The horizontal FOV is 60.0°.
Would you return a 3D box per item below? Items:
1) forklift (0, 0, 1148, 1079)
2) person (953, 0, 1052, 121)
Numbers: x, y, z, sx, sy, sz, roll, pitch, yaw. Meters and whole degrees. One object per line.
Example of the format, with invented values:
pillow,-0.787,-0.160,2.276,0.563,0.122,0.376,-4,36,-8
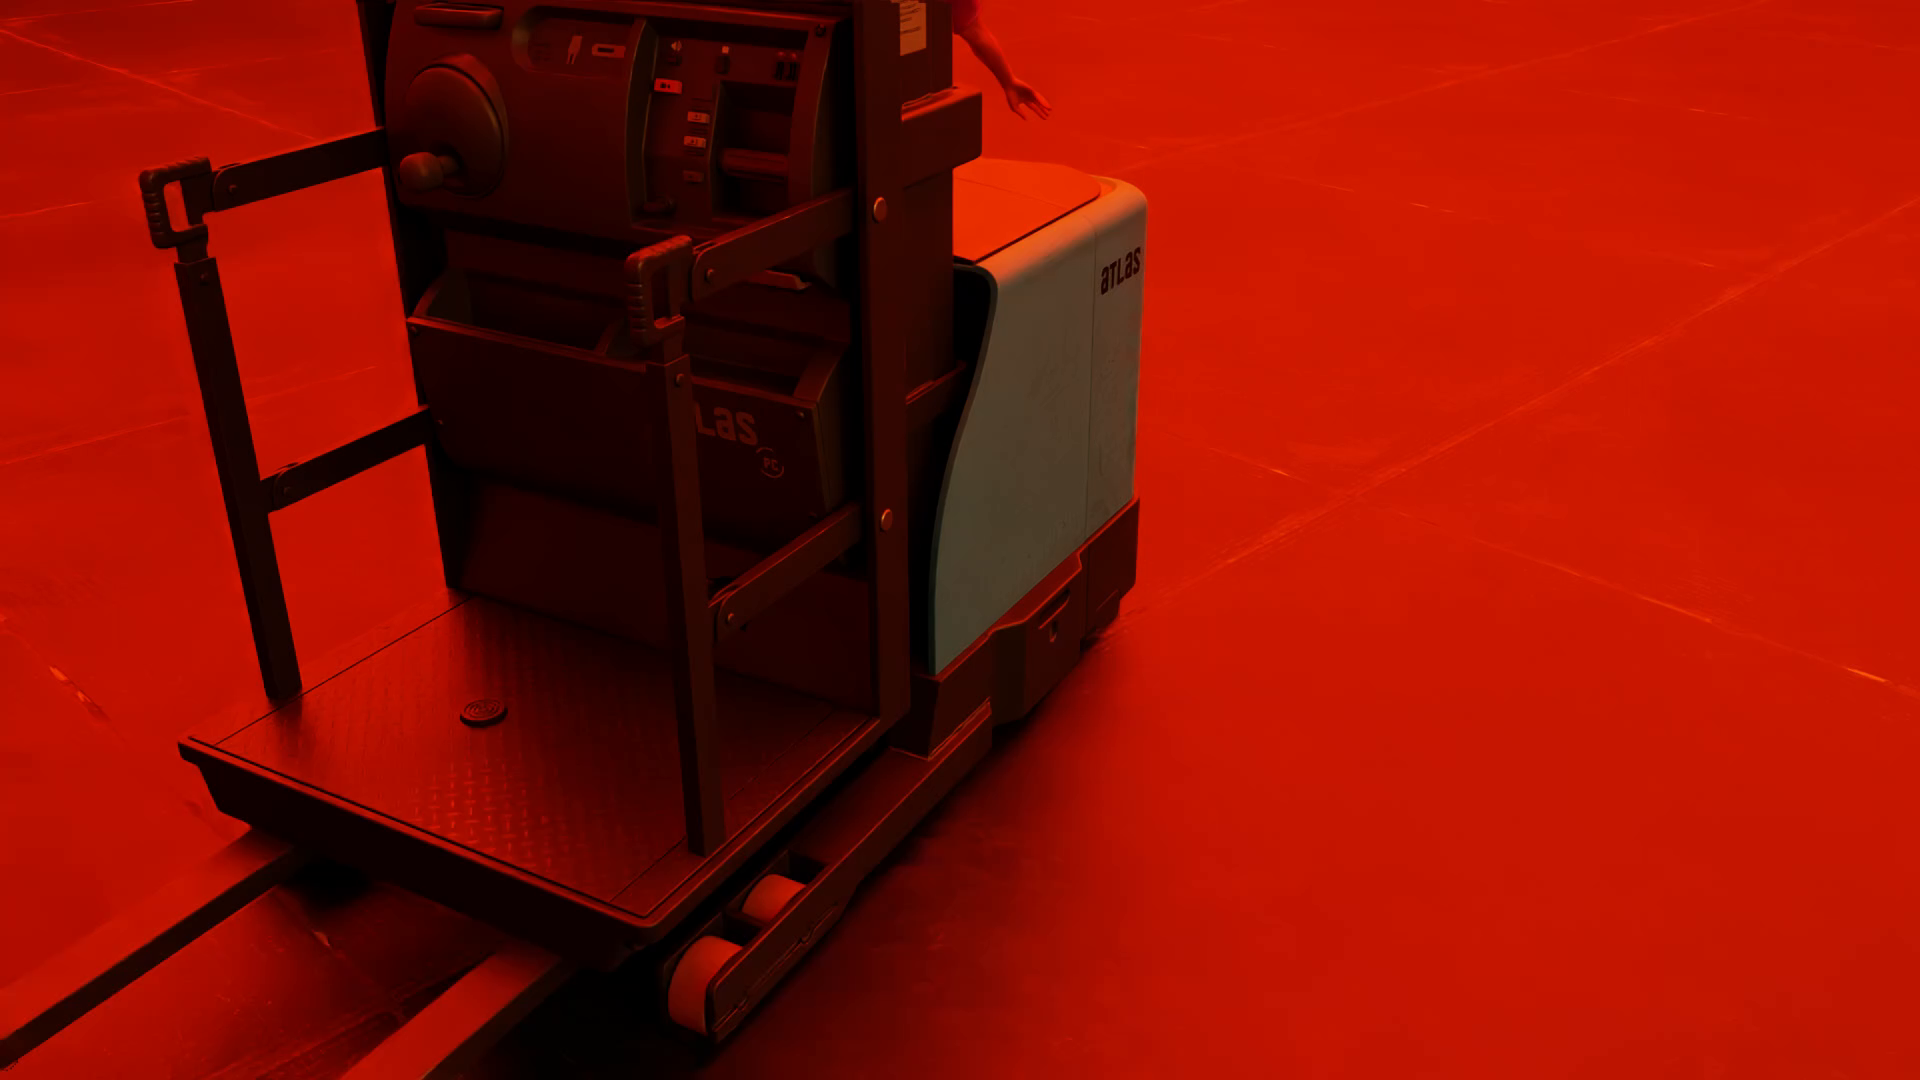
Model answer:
forklift,-0.716,-0.702,2.645,1.130,2.935,3.031,14,29,26
person,-0.250,-1.472,5.797,1.227,1.659,0.533,-20,33,-35
